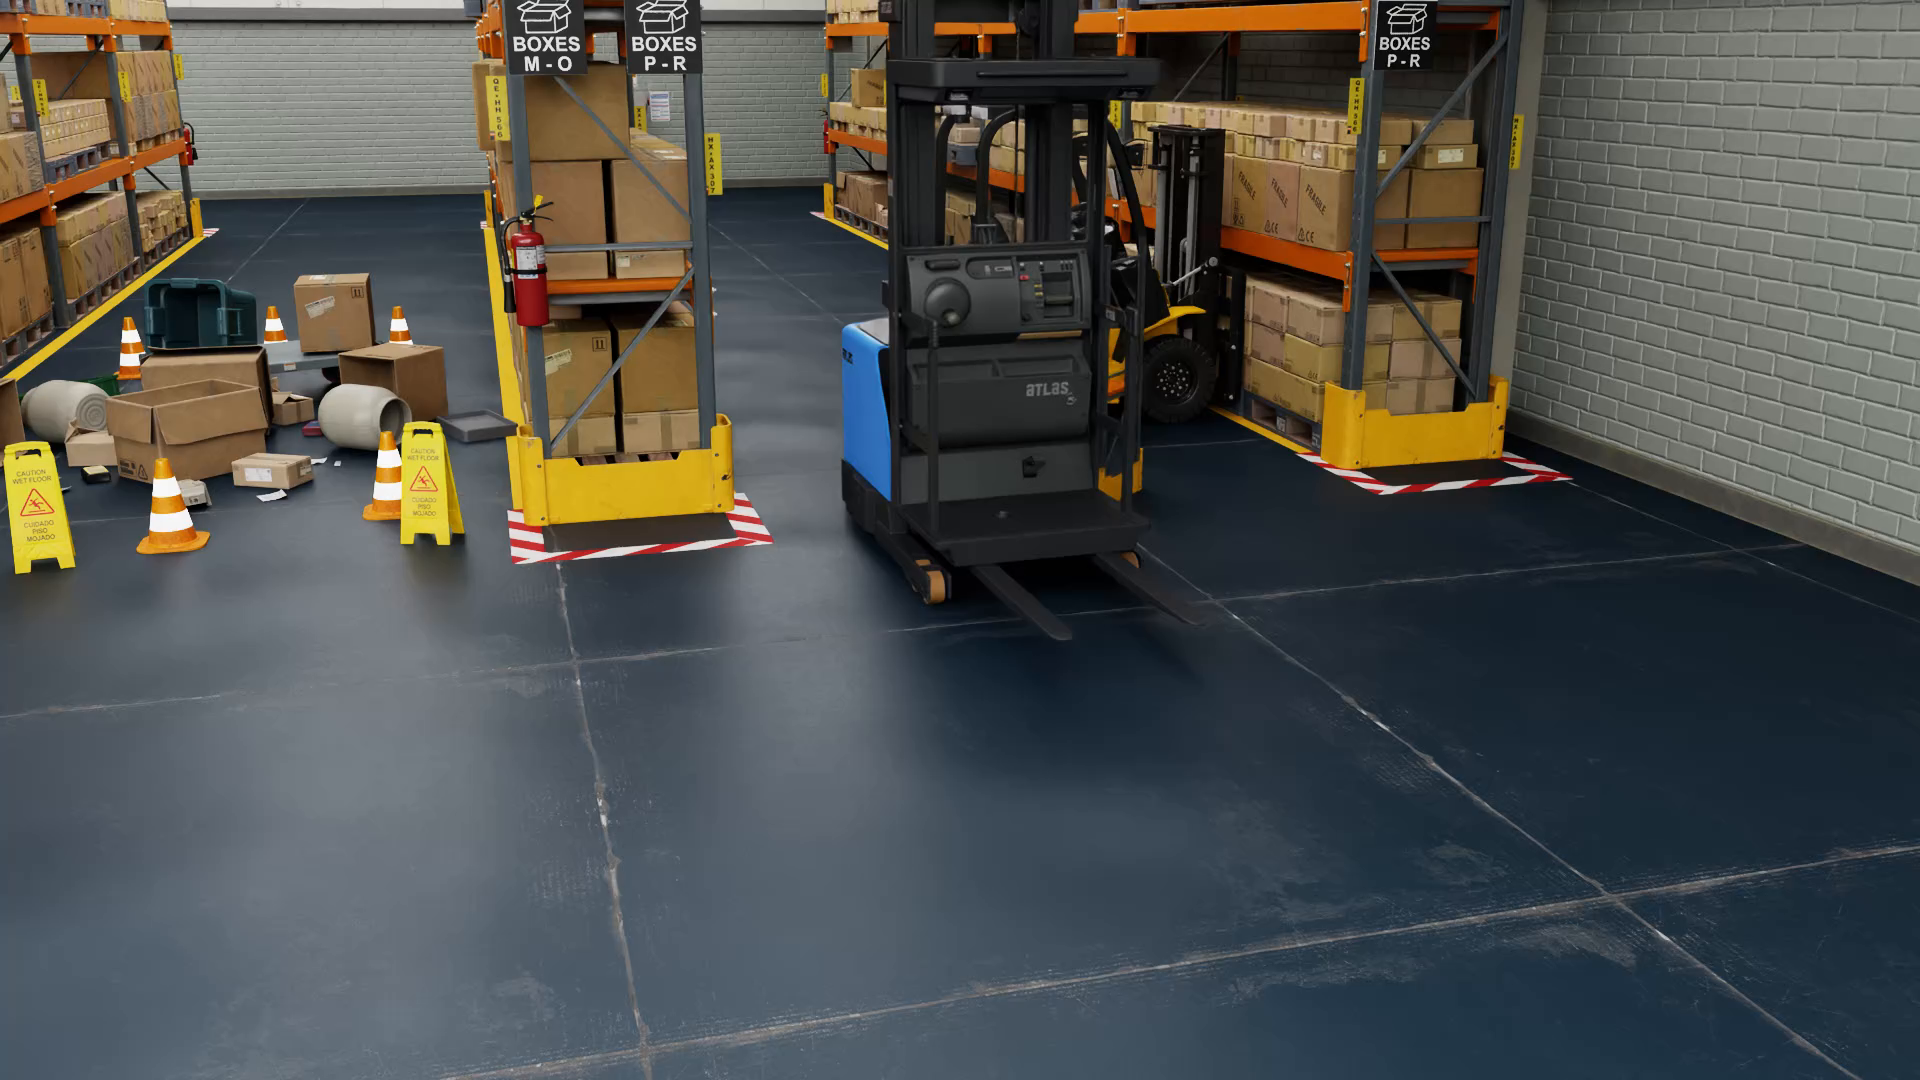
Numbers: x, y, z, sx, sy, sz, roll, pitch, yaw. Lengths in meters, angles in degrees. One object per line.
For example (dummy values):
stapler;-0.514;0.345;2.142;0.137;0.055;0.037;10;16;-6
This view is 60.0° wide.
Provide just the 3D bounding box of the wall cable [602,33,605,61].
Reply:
wall cable;-6.476;-8.167;29.161;0.588;1.984;0.122;-5;17;-15

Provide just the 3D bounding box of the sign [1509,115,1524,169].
sign;3.440;-2.470;10.317;0.100;0.325;0.005;-5;17;-15

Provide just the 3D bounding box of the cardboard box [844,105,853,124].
cardboard box;-1.346;-6.045;23.606;0.500;0.250;0.500;-5;17;-16

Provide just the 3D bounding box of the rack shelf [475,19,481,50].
rack shelf;-5.715;-6.546;21.567;1.077;0.370;4.000;-5;17;-15

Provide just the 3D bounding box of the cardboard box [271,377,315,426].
cardboard box;-4.806;-0.983;11.765;0.396;0.266;0.258;11;20;32

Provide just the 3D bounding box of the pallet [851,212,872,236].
pallet;-0.920;-4.487;23.522;1.003;0.211;1.213;-5;17;-15

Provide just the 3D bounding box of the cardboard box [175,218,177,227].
cardboard box;-10.493;-4.152;21.784;0.380;0.149;0.250;-5;17;-16

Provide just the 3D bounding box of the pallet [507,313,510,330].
pallet;-3.852;-2.243;16.051;1.003;0.211;1.213;-5;17;-15

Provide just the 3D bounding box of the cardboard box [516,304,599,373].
cardboard box;-2.617;-1.310;10.846;0.500;0.500;0.500;-5;17;-17

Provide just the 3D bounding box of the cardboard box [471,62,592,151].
cardboard box;-2.588;-2.648;10.125;0.700;0.500;0.500;-5;17;-16

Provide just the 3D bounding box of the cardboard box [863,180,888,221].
cardboard box;-0.933;-4.701;23.004;0.700;0.500;0.500;-5;18;-17

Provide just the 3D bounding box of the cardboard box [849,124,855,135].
cardboard box;-1.360;-5.807;23.508;0.380;0.149;0.250;-5;17;-17

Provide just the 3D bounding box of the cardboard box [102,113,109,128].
cardboard box;-9.597;-4.610;18.276;0.380;0.149;0.250;-4;17;-14

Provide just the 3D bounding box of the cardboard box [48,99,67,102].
cardboard box;-10.301;-4.783;18.971;0.500;0.500;0.500;-5;17;-15

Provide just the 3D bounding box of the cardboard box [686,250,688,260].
cardboard box;-1.865;-1.794;10.147;0.380;0.149;0.250;-4;17;-14

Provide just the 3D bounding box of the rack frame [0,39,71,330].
rack frame;-8.797;-3.375;14.974;1.000;3.000;0.127;-5;17;-15

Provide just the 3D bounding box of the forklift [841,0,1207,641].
forklift;0.263;-1.224;7.931;1.130;2.935;3.031;-5;18;-17

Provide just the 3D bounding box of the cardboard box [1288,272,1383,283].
cardboard box;2.686;-1.763;11.919;0.500;0.250;0.500;-5;17;-16

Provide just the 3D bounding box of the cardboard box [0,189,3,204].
cardboard box;-7.997;-2.902;13.224;0.500;0.500;0.500;-4;17;-14

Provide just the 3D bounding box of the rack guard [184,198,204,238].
rack guard;-10.975;-4.370;22.630;1.175;0.500;0.348;-5;17;-15

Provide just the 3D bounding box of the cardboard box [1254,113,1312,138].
cardboard box;2.233;-2.832;11.349;0.380;0.149;0.250;-4;17;-14

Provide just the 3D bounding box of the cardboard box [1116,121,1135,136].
cardboard box;1.498;-3.517;14.145;0.380;0.149;0.250;-4;17;-13

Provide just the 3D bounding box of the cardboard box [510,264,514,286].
cardboard box;-2.867;-1.802;11.355;0.380;0.149;0.250;-4;17;-12

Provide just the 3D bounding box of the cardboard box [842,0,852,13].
cardboard box;-1.345;-7.482;23.176;0.500;0.250;0.500;-5;17;-17

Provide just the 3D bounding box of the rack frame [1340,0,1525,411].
rack frame;2.904;-1.975;10.313;1.000;3.000;0.127;-5;17;-15

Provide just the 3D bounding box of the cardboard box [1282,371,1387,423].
cardboard box;2.472;-0.964;10.997;0.500;0.250;0.500;-5;17;-15

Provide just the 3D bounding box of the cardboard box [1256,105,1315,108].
cardboard box;2.479;-3.236;12.691;0.380;0.149;0.250;-5;17;-16

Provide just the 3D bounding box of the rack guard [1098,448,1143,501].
rack guard;0.911;-0.362;9.721;0.087;0.250;0.587;10;19;30

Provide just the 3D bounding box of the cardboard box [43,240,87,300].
cardboard box;-8.747;-2.595;15.992;0.500;0.500;0.500;-5;18;-18

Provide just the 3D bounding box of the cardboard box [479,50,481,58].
cardboard box;-6.331;-6.577;22.593;0.380;0.149;0.250;-4;17;-14

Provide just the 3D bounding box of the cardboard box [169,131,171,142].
cardboard box;-10.519;-5.260;21.685;0.380;0.149;0.250;-5;17;-16

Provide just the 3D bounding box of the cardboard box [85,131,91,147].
cardboard box;-9.308;-4.181;17.365;0.380;0.149;0.250;-5;18;-18

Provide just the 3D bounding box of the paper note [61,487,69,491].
paper note;-5.386;-0.296;9.887;0.144;0.017;0.142;1;17;4

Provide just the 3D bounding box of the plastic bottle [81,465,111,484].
plastic bottle;-5.313;-0.409;10.209;0.133;0.061;0.283;-12;20;-34

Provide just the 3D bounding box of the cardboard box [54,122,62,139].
cardboard box;-8.960;-3.966;16.131;0.380;0.149;0.250;-5;17;-15

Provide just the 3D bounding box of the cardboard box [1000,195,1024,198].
cardboard box;0.684;-3.892;19.182;0.380;0.149;0.250;-6;18;-18

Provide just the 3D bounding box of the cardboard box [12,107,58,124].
cardboard box;-8.950;-4.100;16.058;0.380;0.149;0.250;-5;18;-18

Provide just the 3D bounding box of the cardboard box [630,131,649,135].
cardboard box;-2.457;-2.633;11.813;0.500;0.500;0.500;-4;17;-13

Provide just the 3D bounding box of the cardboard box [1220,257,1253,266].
cardboard box;1.915;-2.007;12.731;0.500;0.250;0.500;-4;17;-13

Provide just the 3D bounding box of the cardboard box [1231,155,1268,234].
cardboard box;2.242;-2.424;11.634;0.500;0.500;0.500;-5;17;-16

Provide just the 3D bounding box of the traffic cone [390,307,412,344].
traffic cone;-4.653;-1.705;13.825;0.336;0.463;0.334;-5;17;-15

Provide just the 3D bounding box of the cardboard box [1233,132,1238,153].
cardboard box;2.182;-2.836;11.879;0.380;0.149;0.250;-5;17;-16

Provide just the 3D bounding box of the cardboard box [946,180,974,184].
cardboard box;-0.015;-4.530;21.306;0.380;0.149;0.250;-5;18;-17

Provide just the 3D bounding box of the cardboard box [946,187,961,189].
cardboard box;-0.197;-4.201;20.212;0.380;0.149;0.250;-5;17;-15

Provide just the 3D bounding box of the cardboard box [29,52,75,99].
cardboard box;-10.286;-5.259;18.818;0.500;0.500;0.500;-5;18;-17

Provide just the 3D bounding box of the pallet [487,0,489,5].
pallet;-3.034;-4.214;12.878;1.213;0.211;1.003;-5;17;-15

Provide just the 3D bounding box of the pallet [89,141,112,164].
pallet;-9.826;-4.167;17.943;1.003;0.211;1.213;-5;17;-15

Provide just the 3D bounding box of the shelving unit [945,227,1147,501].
shelving unit;0.485;-1.034;9.788;1.083;1.500;0.587;10;19;30

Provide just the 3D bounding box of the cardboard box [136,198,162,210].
cardboard box;-10.296;-4.218;20.973;0.380;0.149;0.250;-5;18;-17

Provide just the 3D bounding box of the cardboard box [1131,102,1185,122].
cardboard box;1.607;-3.471;13.474;0.380;0.149;0.250;-4;17;-14

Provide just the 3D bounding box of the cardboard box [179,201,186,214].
cardboard box;-10.576;-4.443;22.237;0.380;0.149;0.250;-5;17;-17

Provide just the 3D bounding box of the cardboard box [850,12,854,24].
cardboard box;-1.301;-7.179;22.859;0.380;0.149;0.250;-5;17;-15

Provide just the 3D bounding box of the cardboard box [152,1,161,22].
cardboard box;-10.469;-6.707;21.114;0.500;0.250;0.500;-5;17;-15

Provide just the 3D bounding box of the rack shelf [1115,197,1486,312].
rack shelf;2.355;-2.184;12.258;1.077;0.370;4.000;-5;17;-15

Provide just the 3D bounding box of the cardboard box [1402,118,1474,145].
cardboard box;3.018;-2.586;10.528;0.380;0.149;0.250;-5;17;-16

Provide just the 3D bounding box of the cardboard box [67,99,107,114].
cardboard box;-9.599;-4.752;18.229;0.380;0.149;0.250;-4;17;-13

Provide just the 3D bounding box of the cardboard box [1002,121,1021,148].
cardboard box;0.729;-4.075;16.695;0.500;0.250;0.500;-4;17;-14
